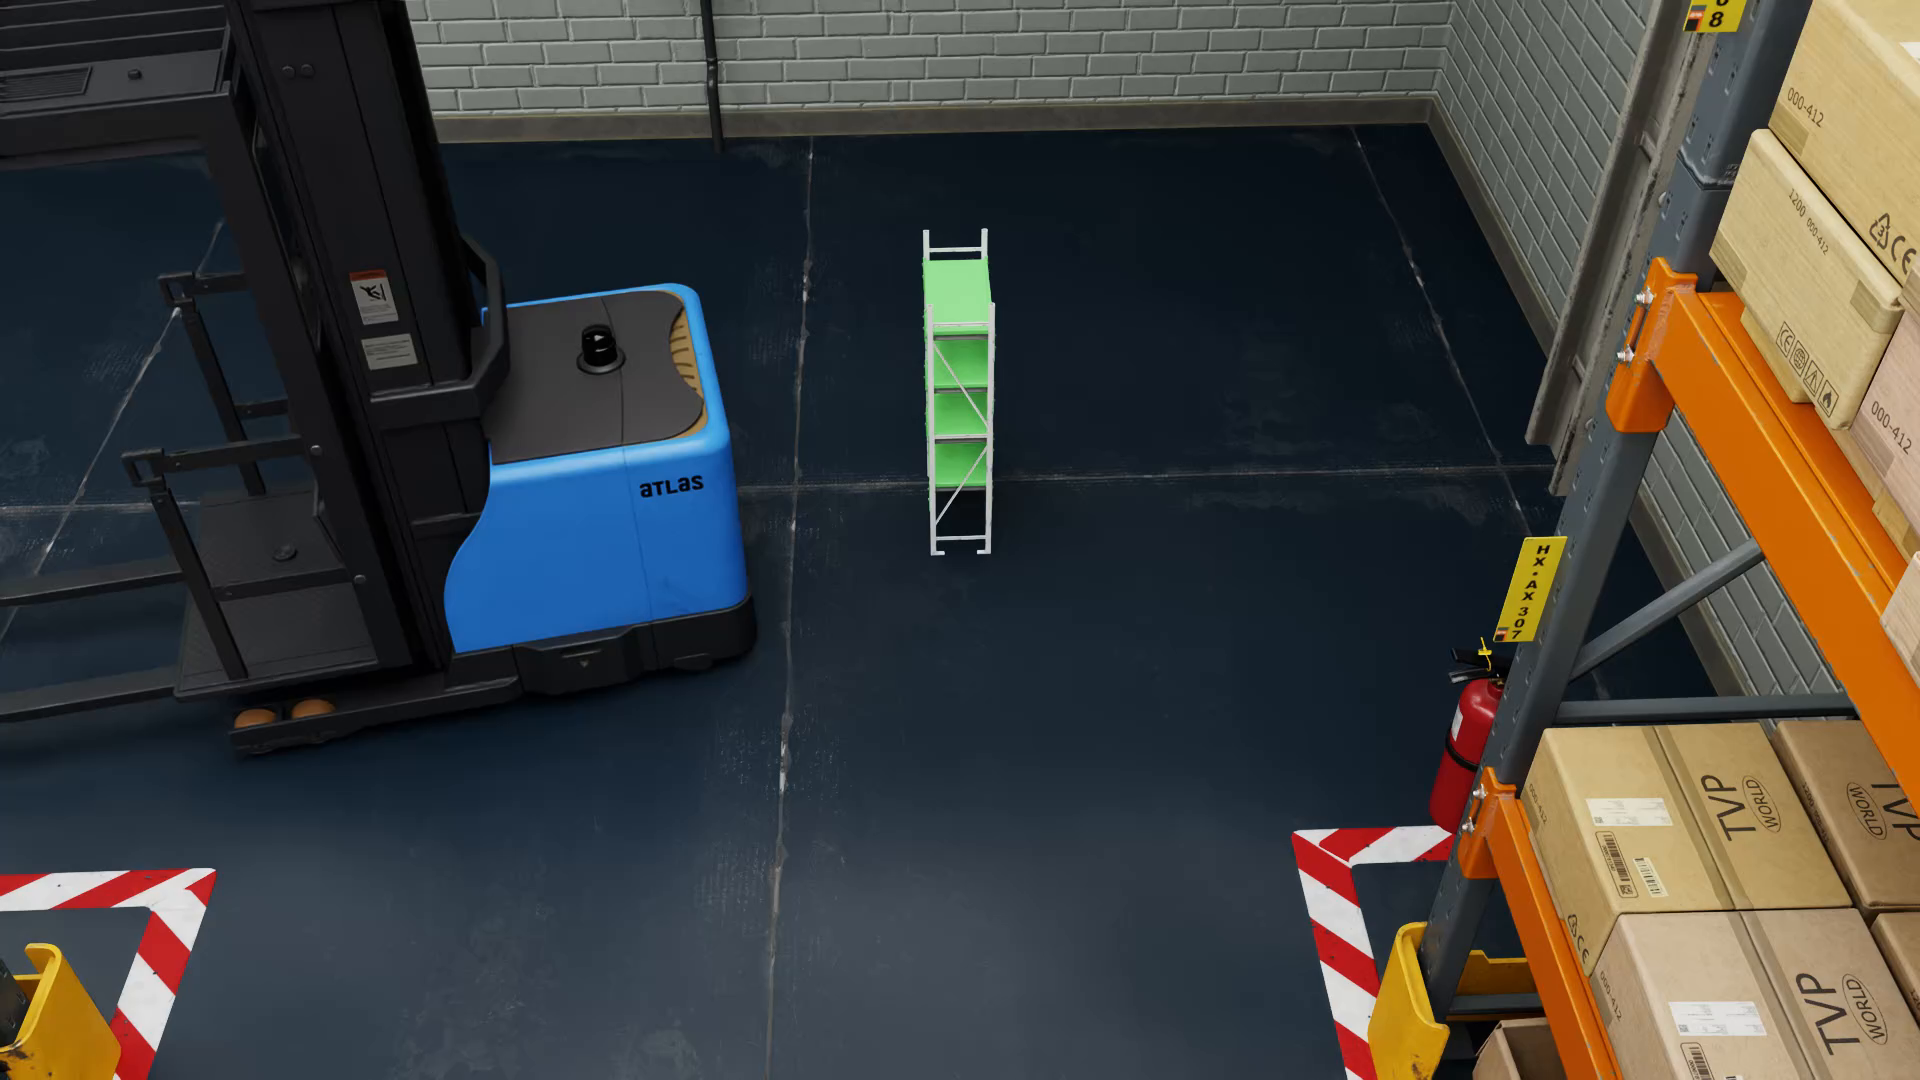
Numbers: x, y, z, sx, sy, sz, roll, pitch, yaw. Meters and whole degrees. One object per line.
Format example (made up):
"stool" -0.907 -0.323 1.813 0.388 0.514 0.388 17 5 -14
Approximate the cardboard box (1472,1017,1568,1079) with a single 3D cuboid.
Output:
"cardboard box" 1.765 1.599 4.322 0.797 0.503 0.637 -3 43 -3

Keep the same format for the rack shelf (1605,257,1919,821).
"rack shelf" 1.919 0.928 1.830 1.077 0.370 4.000 -2 43 -2

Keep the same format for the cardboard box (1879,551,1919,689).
"cardboard box" 1.554 0.148 2.334 0.380 0.149 0.250 -1 43 -1

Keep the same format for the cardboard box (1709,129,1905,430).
"cardboard box" 1.579 -0.434 2.675 0.500 0.250 0.500 -2 43 -2

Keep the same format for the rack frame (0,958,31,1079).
"rack frame" -3.125 0.563 3.916 1.000 3.000 0.127 -2 43 -2

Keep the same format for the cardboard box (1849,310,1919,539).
"cardboard box" 1.622 -0.092 2.301 0.500 0.250 0.500 -1 43 -1

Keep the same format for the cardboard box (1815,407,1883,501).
"cardboard box" 1.652 -0.197 2.711 0.380 0.149 0.250 -1 43 -1

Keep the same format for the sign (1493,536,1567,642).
"sign" 1.291 0.115 3.764 0.100 0.325 0.005 -2 43 -2

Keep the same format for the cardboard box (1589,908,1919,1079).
"cardboard box" 1.605 1.018 3.310 0.500 0.250 0.500 -1 43 -1

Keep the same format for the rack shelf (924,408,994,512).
"rack shelf" -0.007 -0.330 6.672 0.258 0.148 0.480 -2 43 -2

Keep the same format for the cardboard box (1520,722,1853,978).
"cardboard box" 1.584 0.678 3.681 0.500 0.250 0.500 -1 43 -2

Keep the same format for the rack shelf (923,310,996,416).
"rack shelf" -0.007 -0.684 6.348 0.258 0.148 0.480 -2 43 -2

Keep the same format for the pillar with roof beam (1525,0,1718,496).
"pillar with roof beam" -1.682 -3.516 3.926 9.100 9.000 0.400 -2 43 -2

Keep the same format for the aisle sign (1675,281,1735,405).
"aisle sign" 1.537 -0.578 3.236 0.394 0.787 0.004 -2 43 -2

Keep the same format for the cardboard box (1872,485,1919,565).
"cardboard box" 1.646 -0.023 2.521 0.380 0.149 0.250 -1 43 -2

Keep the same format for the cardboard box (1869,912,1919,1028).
"cardboard box" 2.139 1.015 3.314 0.500 0.250 0.500 -2 43 -2

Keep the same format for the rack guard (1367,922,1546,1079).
"rack guard" 1.837 1.391 4.862 1.175 0.500 0.348 -2 43 -2

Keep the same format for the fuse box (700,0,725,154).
"fuse box" -1.283 -2.730 8.461 0.539 1.711 0.414 -2 43 -2

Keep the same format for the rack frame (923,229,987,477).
"rack frame" -0.017 -0.719 6.646 0.240 1.200 0.015 -2 43 -2

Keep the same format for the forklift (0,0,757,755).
"forklift" -2.335 -0.715 5.361 3.031 2.935 1.130 -9 43 -10

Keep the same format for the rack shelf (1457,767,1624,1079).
"rack shelf" 1.919 2.034 2.844 1.077 0.370 4.000 -2 43 -2

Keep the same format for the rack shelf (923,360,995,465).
"rack shelf" -0.007 -0.507 6.510 0.258 0.148 0.480 -2 43 -2

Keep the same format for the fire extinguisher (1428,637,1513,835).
"fire extinguisher" 1.366 0.498 4.320 0.296 0.674 0.183 -2 43 -2

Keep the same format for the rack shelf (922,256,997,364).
"rack shelf" -0.007 -0.861 6.185 0.258 0.148 0.480 -2 43 -2

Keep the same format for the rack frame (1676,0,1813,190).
"rack frame" 1.834 -1.793 2.047 1.000 3.000 0.127 -2 43 -2

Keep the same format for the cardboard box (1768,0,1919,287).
"cardboard box" 1.602 -0.619 2.507 0.500 0.250 0.500 -2 43 -2

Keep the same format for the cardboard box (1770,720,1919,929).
"cardboard box" 2.118 0.667 3.693 0.500 0.250 0.500 0 43 -1

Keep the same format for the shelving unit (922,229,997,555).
"shelving unit" -0.007 -0.554 6.467 0.258 1.200 0.503 -2 43 -2

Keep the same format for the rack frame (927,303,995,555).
"rack frame" 0.003 -0.389 6.287 0.240 1.200 0.015 -2 43 -2

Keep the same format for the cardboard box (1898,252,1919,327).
"cardboard box" 1.604 -0.275 2.132 0.500 0.250 0.500 -2 43 -2

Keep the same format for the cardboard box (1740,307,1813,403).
"cardboard box" 1.615 -0.373 2.903 0.380 0.149 0.250 -1 43 -1

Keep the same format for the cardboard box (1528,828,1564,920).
"cardboard box" 1.573 0.741 3.908 0.380 0.149 0.250 -2 43 -2

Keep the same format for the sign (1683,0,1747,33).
"sign" 1.291 -0.994 2.748 0.100 0.325 0.005 -2 43 -2

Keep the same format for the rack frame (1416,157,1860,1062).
"rack frame" 1.834 0.418 4.074 1.000 3.000 0.127 -2 43 -2

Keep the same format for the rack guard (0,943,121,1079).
"rack guard" -3.126 1.469 4.778 1.175 0.500 0.348 -2 43 -2
